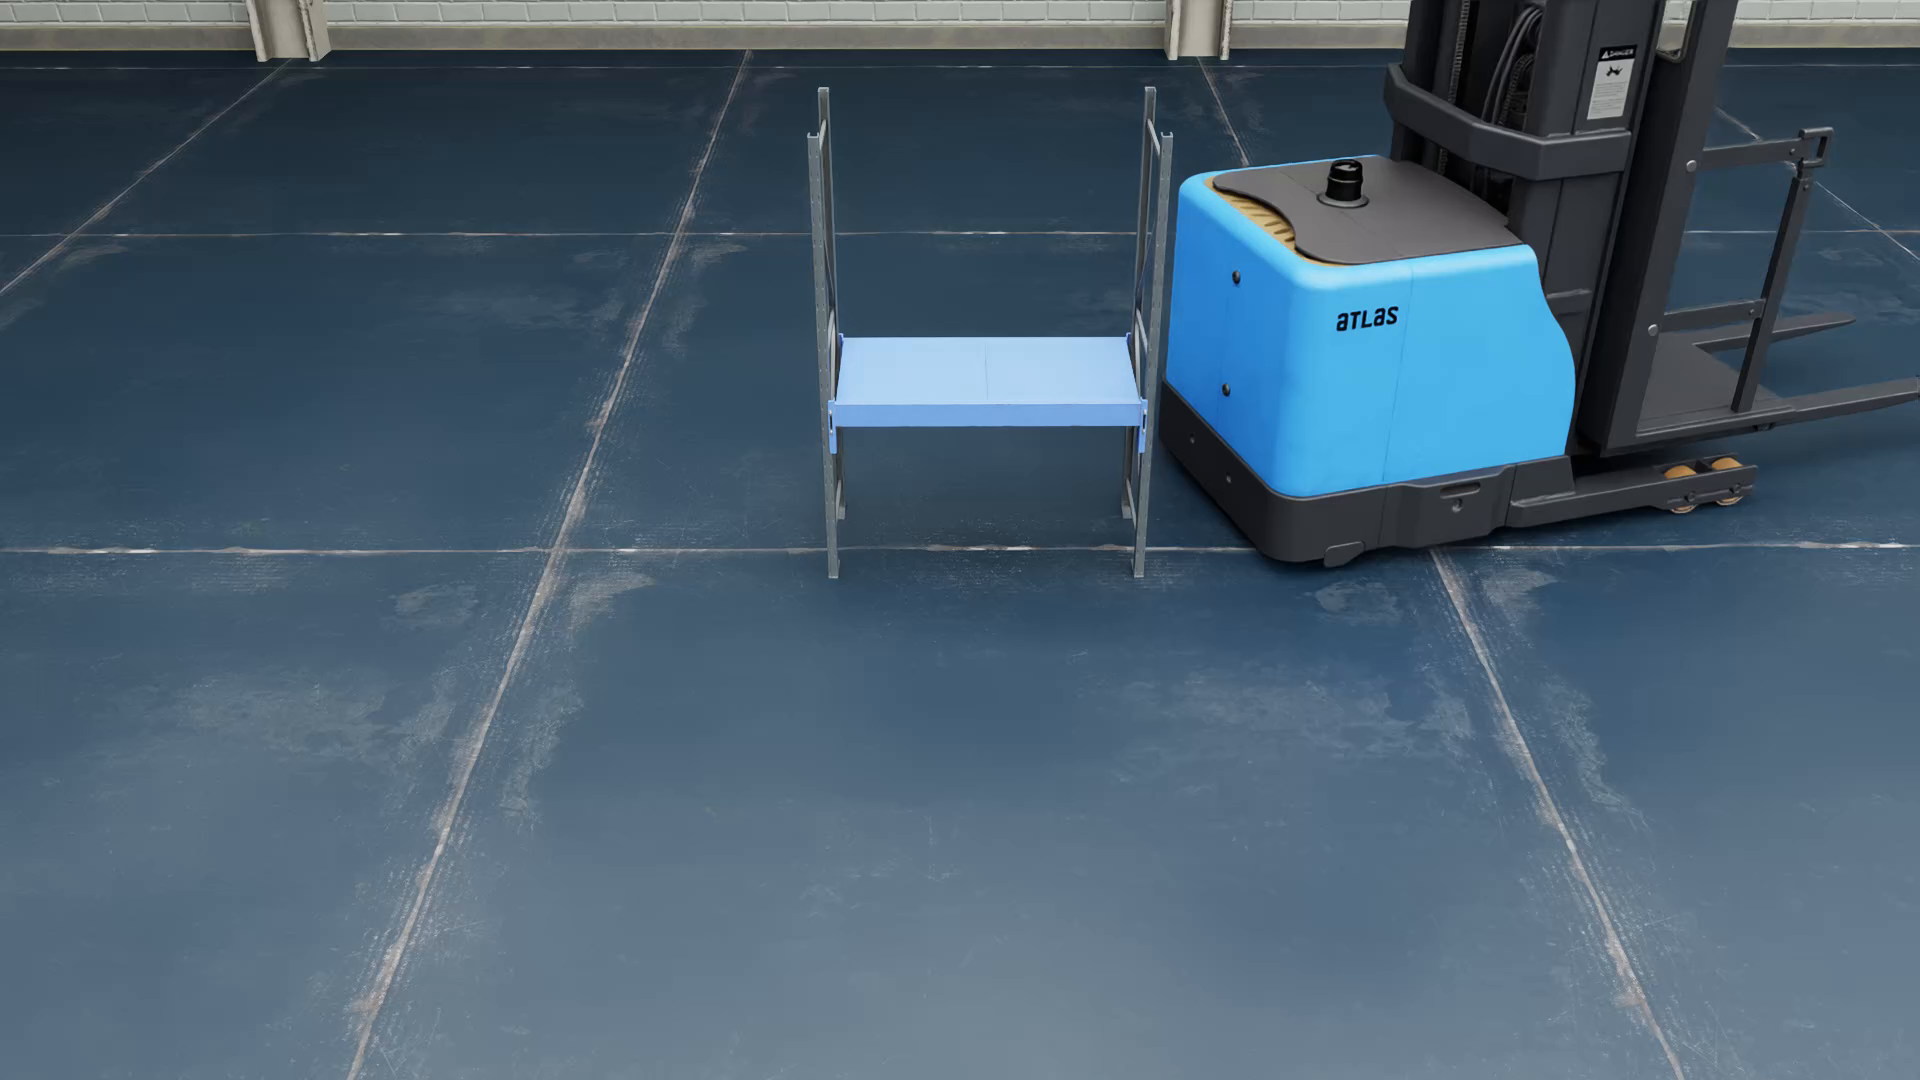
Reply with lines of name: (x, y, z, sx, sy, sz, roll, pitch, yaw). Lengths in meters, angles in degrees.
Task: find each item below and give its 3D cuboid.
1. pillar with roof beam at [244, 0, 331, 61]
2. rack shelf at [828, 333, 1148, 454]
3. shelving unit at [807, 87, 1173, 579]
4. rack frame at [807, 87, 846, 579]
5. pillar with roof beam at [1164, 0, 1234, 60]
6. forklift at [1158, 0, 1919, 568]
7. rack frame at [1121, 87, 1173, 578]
pillar with roof beam: (-4.400, -4.845, 5.060, 0.400, 9.000, 9.100, 0, 31, 0)
rack shelf: (0.085, -0.488, 5.455, 1.000, 0.185, 0.538, 0, 31, 0)
shelving unit: (0.085, -0.641, 5.361, 1.048, 1.500, 0.538, 0, 31, 0)
rack frame: (-0.423, -0.640, 5.359, 0.032, 1.500, 0.500, 0, 31, 0)
pillar with roof beam: (1.600, -4.864, 5.091, 0.400, 9.000, 9.100, 0, 31, 0)
forklift: (2.320, -1.598, 5.559, 3.031, 2.935, 1.130, -9, 32, -15)
rack frame: (0.594, -0.643, 5.364, 0.032, 1.500, 0.500, 0, 31, 0)
